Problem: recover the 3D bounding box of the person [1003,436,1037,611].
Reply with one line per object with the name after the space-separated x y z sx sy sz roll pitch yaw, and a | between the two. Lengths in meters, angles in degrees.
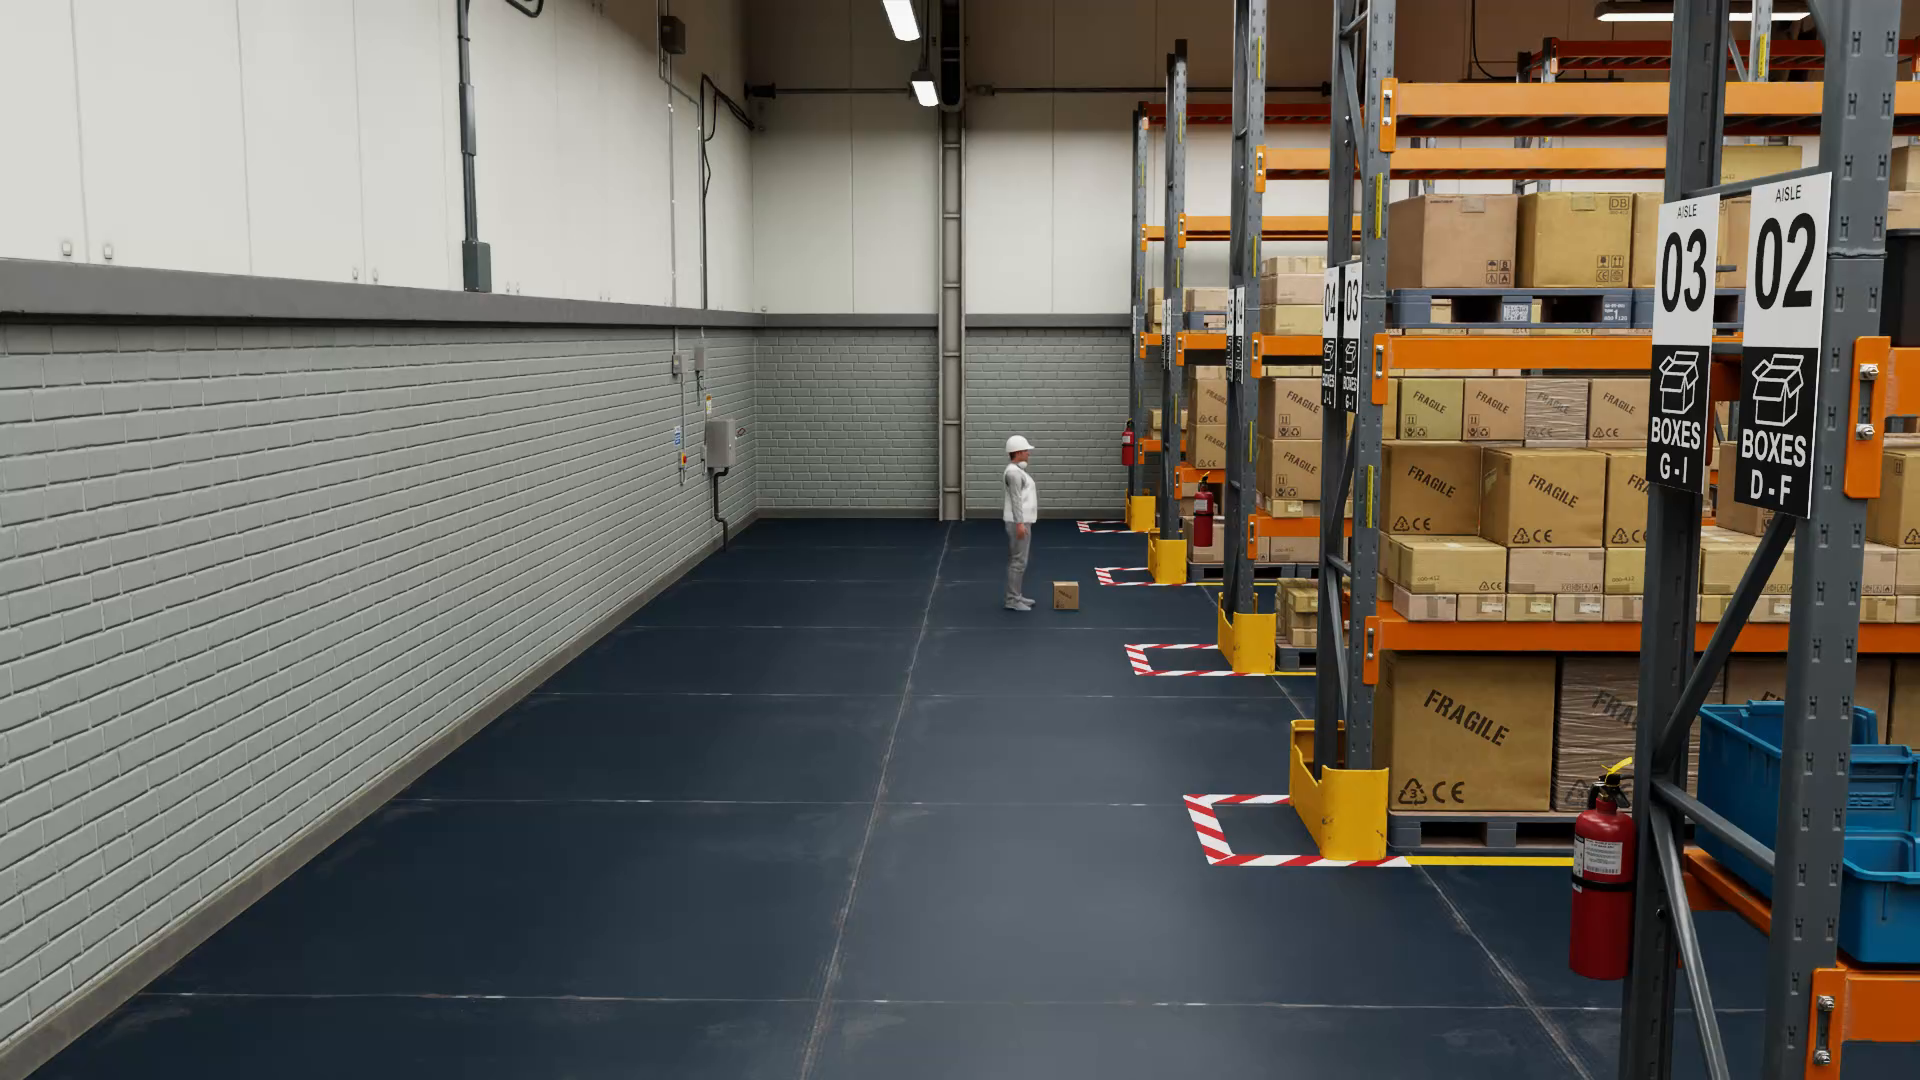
0.619 -0.169 17.126 0.356 1.808 0.534 0 7 2 | person
